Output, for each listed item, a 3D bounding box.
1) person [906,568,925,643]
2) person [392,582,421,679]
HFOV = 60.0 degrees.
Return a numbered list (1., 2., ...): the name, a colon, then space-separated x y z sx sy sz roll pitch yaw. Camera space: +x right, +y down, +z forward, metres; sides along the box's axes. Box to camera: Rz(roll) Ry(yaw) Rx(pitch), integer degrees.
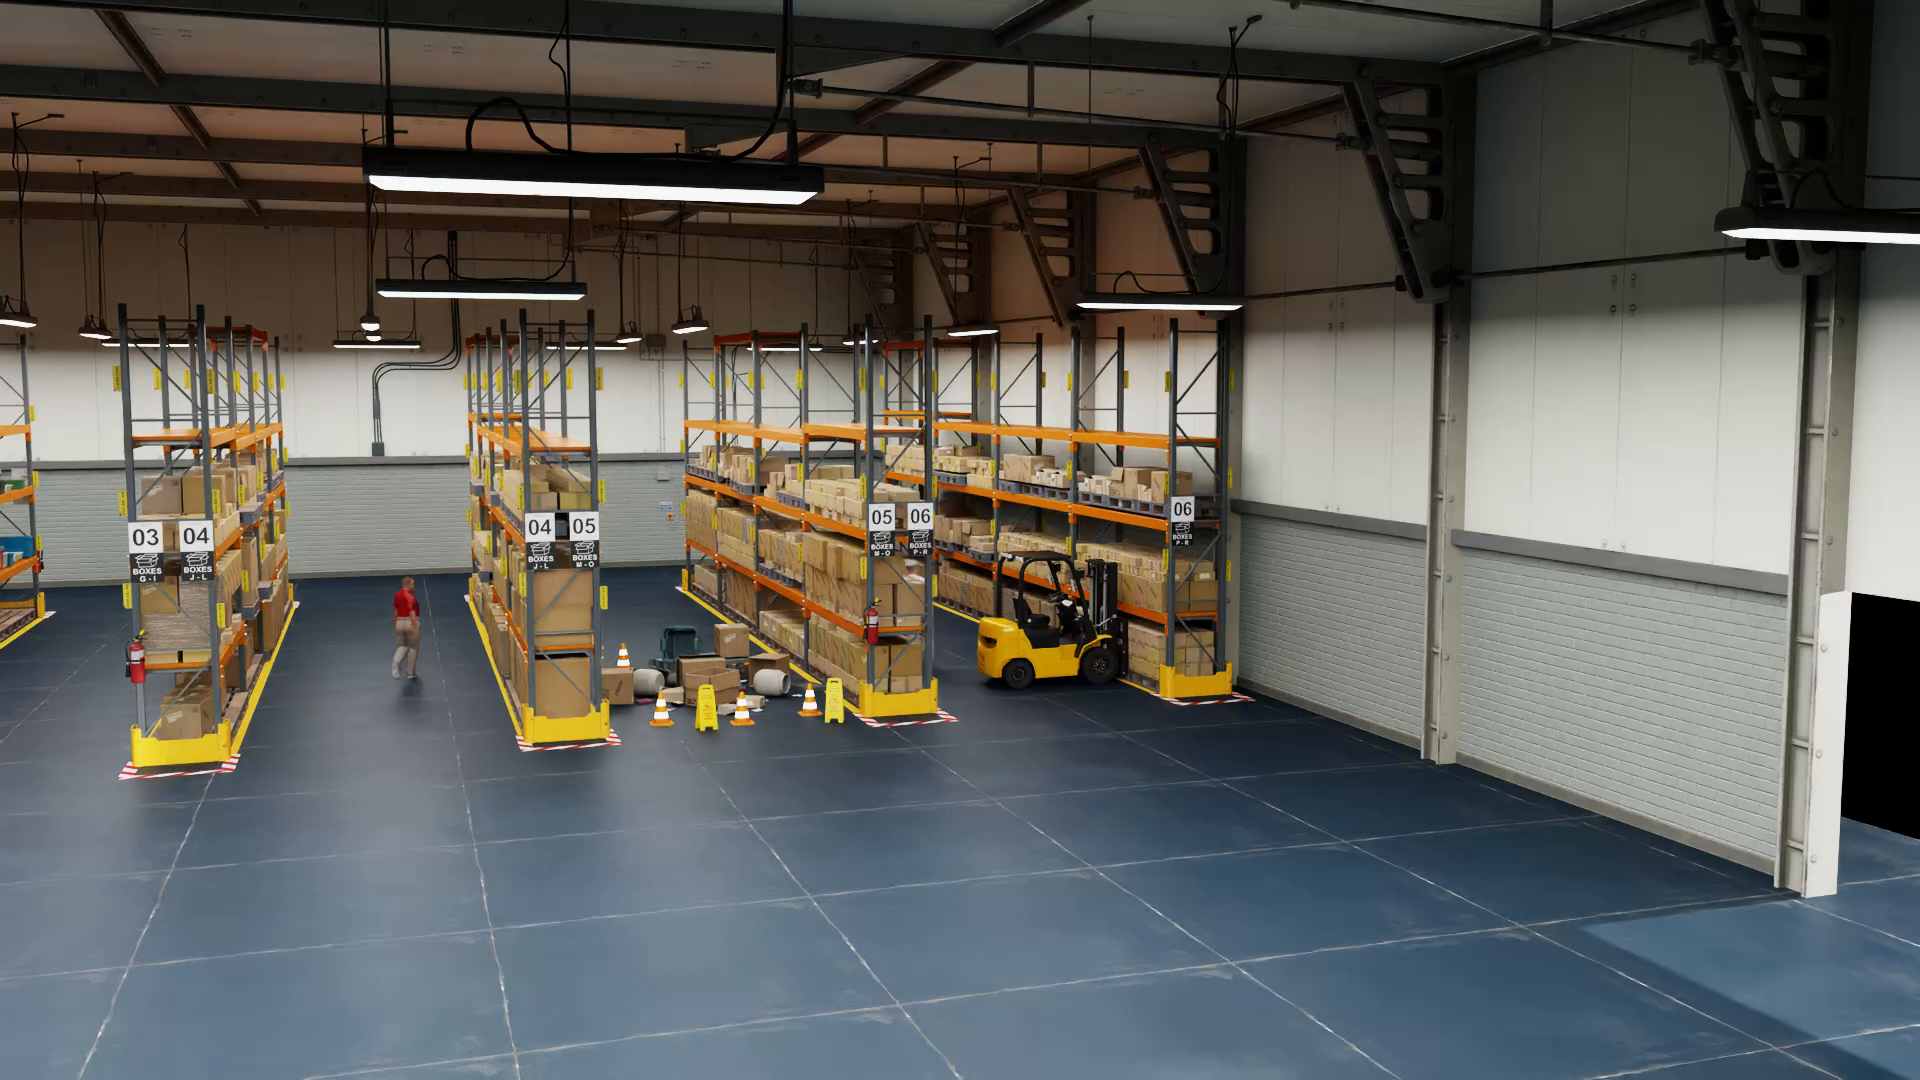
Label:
1. person: -0.898 1.289 30.155 0.524 1.768 0.687 -2 6 -22
2. person: -9.336 1.522 27.990 0.504 1.628 0.534 2 6 15
